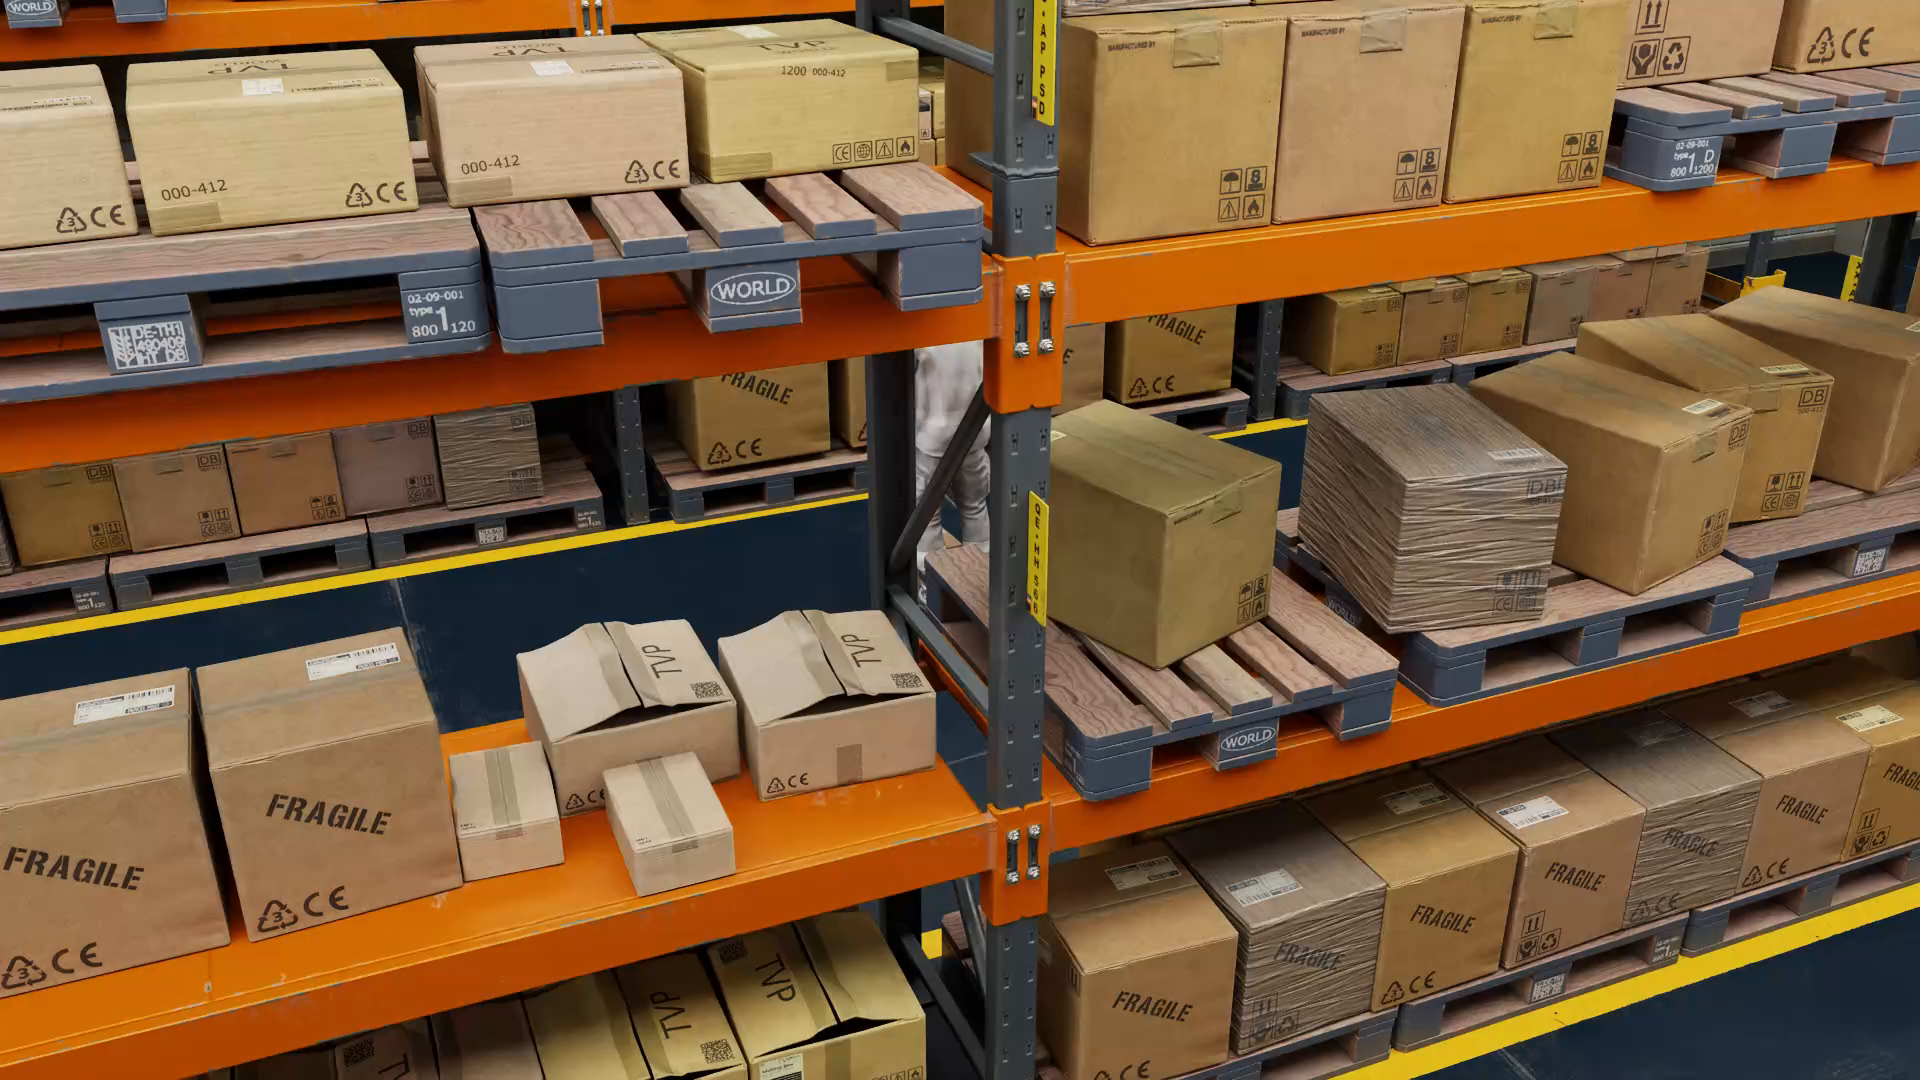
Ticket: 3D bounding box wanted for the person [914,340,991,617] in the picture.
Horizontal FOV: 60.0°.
[{"bbox_3d":[-0.079,-0.483,7.900,0.619,1.780,0.447,-12,28,-23],"label":"person"}]
